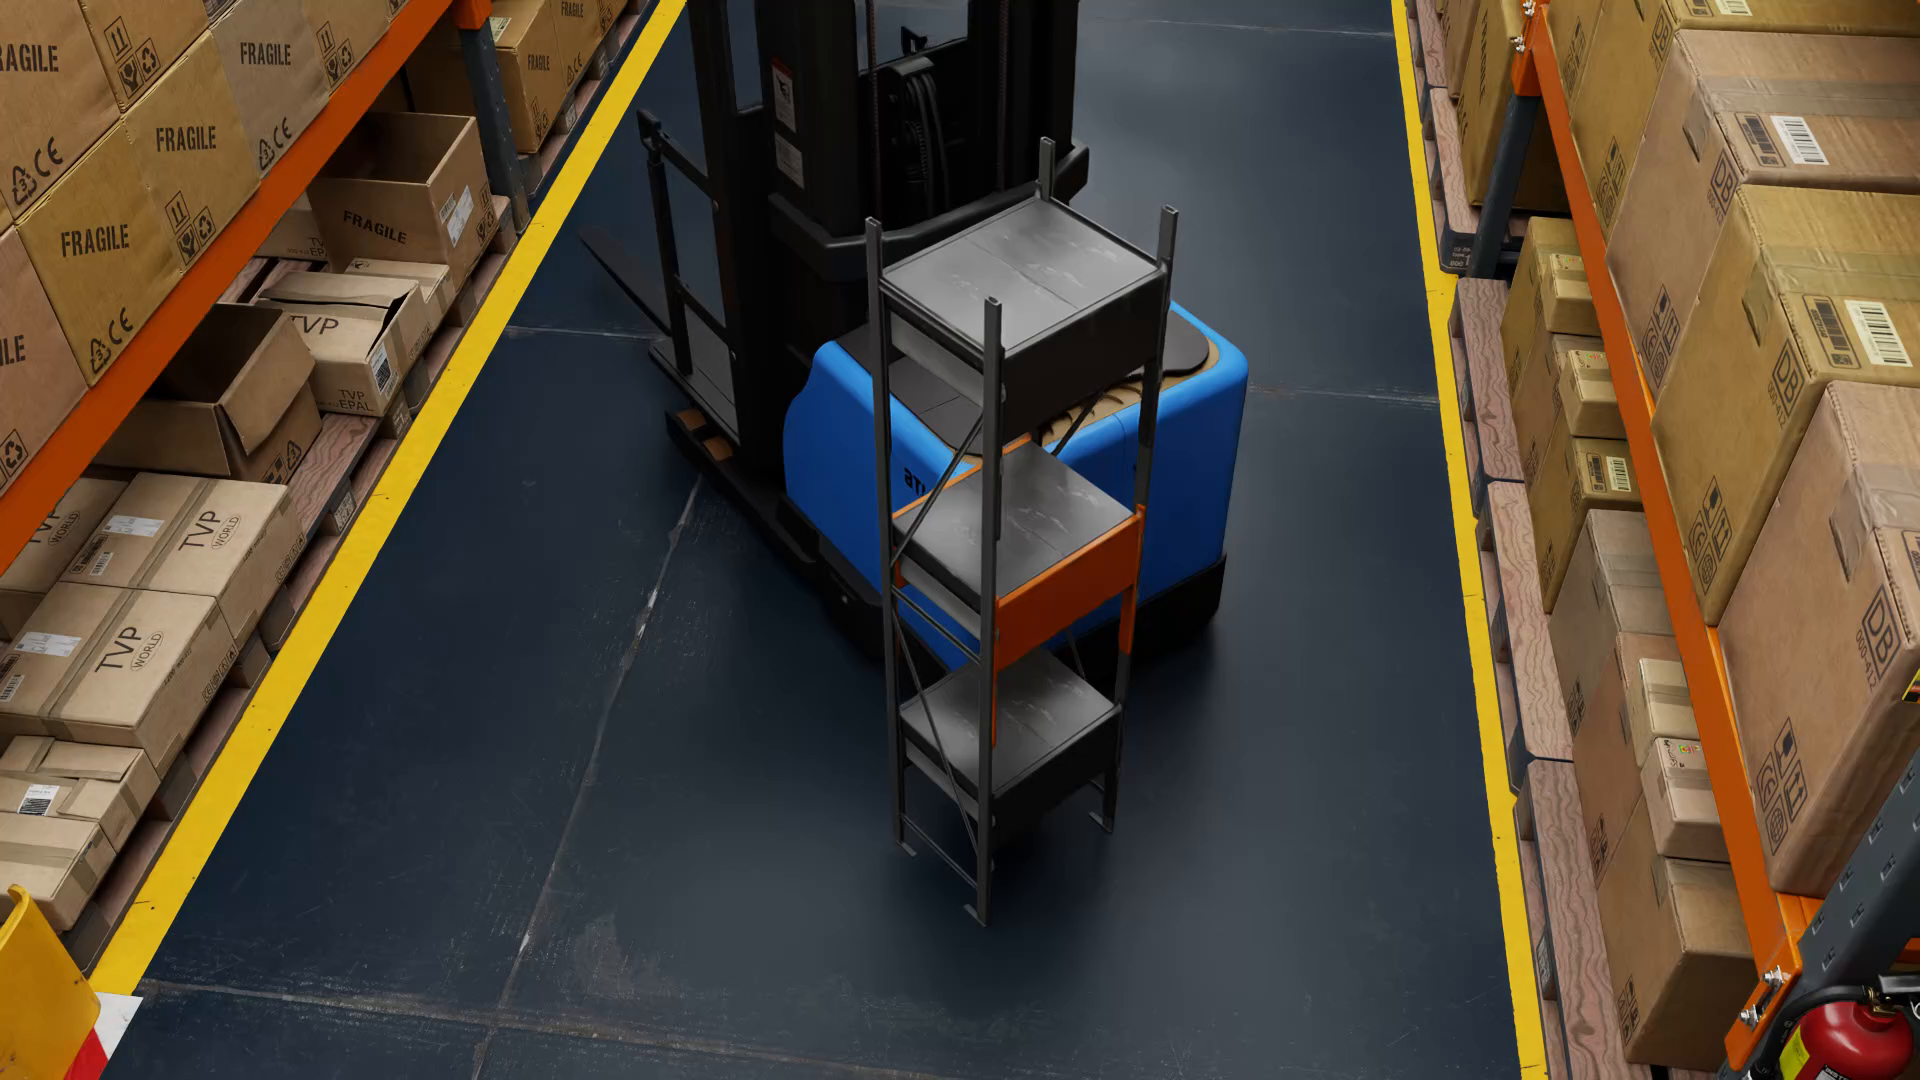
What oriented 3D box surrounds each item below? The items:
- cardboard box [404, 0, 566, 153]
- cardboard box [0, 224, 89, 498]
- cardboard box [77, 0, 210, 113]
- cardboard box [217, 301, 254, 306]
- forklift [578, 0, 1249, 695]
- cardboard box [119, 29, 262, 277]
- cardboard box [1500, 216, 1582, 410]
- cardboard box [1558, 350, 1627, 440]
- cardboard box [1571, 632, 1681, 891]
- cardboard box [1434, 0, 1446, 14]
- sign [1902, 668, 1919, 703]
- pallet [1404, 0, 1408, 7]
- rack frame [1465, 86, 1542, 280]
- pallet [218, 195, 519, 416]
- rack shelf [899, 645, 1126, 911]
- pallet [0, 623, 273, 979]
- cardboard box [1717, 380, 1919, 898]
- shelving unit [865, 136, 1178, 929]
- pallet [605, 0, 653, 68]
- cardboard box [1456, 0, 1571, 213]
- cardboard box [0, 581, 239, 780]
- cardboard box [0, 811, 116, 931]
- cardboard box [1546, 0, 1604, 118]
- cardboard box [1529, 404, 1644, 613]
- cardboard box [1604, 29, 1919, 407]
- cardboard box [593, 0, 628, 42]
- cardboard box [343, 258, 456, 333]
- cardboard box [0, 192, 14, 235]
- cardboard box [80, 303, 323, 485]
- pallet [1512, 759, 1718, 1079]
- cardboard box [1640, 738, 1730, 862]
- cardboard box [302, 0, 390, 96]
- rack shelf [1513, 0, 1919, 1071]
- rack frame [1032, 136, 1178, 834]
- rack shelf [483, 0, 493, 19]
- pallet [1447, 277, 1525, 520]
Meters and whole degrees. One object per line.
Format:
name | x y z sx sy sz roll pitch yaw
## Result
cardboard box | -2.057 -2.037 7.218 0.500 0.500 0.500 3 44 4
cardboard box | -2.508 -0.418 3.937 0.500 0.500 0.500 5 44 5
cardboard box | -2.372 -1.473 4.324 0.500 0.500 0.500 5 44 5
cardboard box | -2.737 -0.752 6.103 0.380 0.166 0.250 5 44 6
forklift | -0.410 -1.444 5.143 1.130 2.935 3.031 -26 49 -25
cardboard box | -2.371 -1.101 4.658 0.500 0.500 0.500 6 44 6
cardboard box | 2.348 -0.774 5.899 0.700 0.500 0.500 6 44 6
cardboard box | 2.053 -0.437 5.071 0.380 0.149 0.250 4 44 4
cardboard box | 2.079 0.624 4.422 0.700 0.500 0.500 5 44 5
cardboard box | 2.728 -3.042 8.039 0.750 0.750 0.750 5 44 5
sign | 1.484 0.131 2.416 0.100 0.325 0.005 5 44 6
pallet | 2.898 -3.213 8.990 1.003 0.211 1.213 5 44 6
rack frame | 2.549 -2.030 5.712 1.000 3.000 0.127 5 44 6
pallet | -2.454 -0.997 6.650 1.003 0.211 1.213 5 44 6
rack shelf | 0.127 0.617 4.609 0.480 0.518 0.431 -31 51 -29
pallet | -2.776 0.666 4.893 1.003 0.211 1.213 5 44 6
cardboard box | 2.077 0.239 3.098 0.980 0.700 0.700 7 44 7
shelving unit | 0.127 0.099 4.119 0.503 2.100 0.431 -31 51 -29
pallet | -2.133 -2.857 8.613 1.003 0.211 1.213 5 44 6
cardboard box | 2.506 -1.857 6.787 0.750 0.750 0.750 6 44 6
cardboard box | -2.472 0.402 4.824 0.500 0.250 0.500 5 44 6
cardboard box | -2.495 0.870 4.403 0.380 0.149 0.250 5 44 6
cardboard box | 2.461 -1.771 5.220 0.980 0.700 0.700 6 44 6
cardboard box | 2.208 -0.083 5.168 0.700 0.500 0.500 6 44 6
cardboard box | 2.272 -0.777 4.171 0.980 0.700 0.700 3 44 3
cardboard box | -1.924 -2.742 7.962 0.500 0.500 0.500 6 44 6
cardboard box | -2.146 -0.927 6.301 0.380 0.149 0.250 5 44 6
cardboard box | -2.509 -0.786 3.599 0.500 0.500 0.500 6 44 6
cardboard box | -2.605 -0.450 5.539 0.797 0.503 0.637 5 44 6
pallet | 2.048 1.157 4.375 1.003 0.211 1.213 5 44 6
cardboard box | 1.849 0.626 3.948 0.380 0.149 0.250 5 44 5
cardboard box | -2.241 -1.798 5.395 0.500 0.500 0.500 6 44 7
rack shelf | 2.284 -0.406 4.520 1.077 0.370 4.000 5 44 6
rack frame | 0.311 -0.012 4.235 0.015 2.100 0.400 -31 51 -29
rack shelf | -2.098 -3.579 7.872 1.077 0.370 4.000 5 44 6
pallet | 2.370 -0.506 6.131 1.003 0.211 1.213 5 44 6
